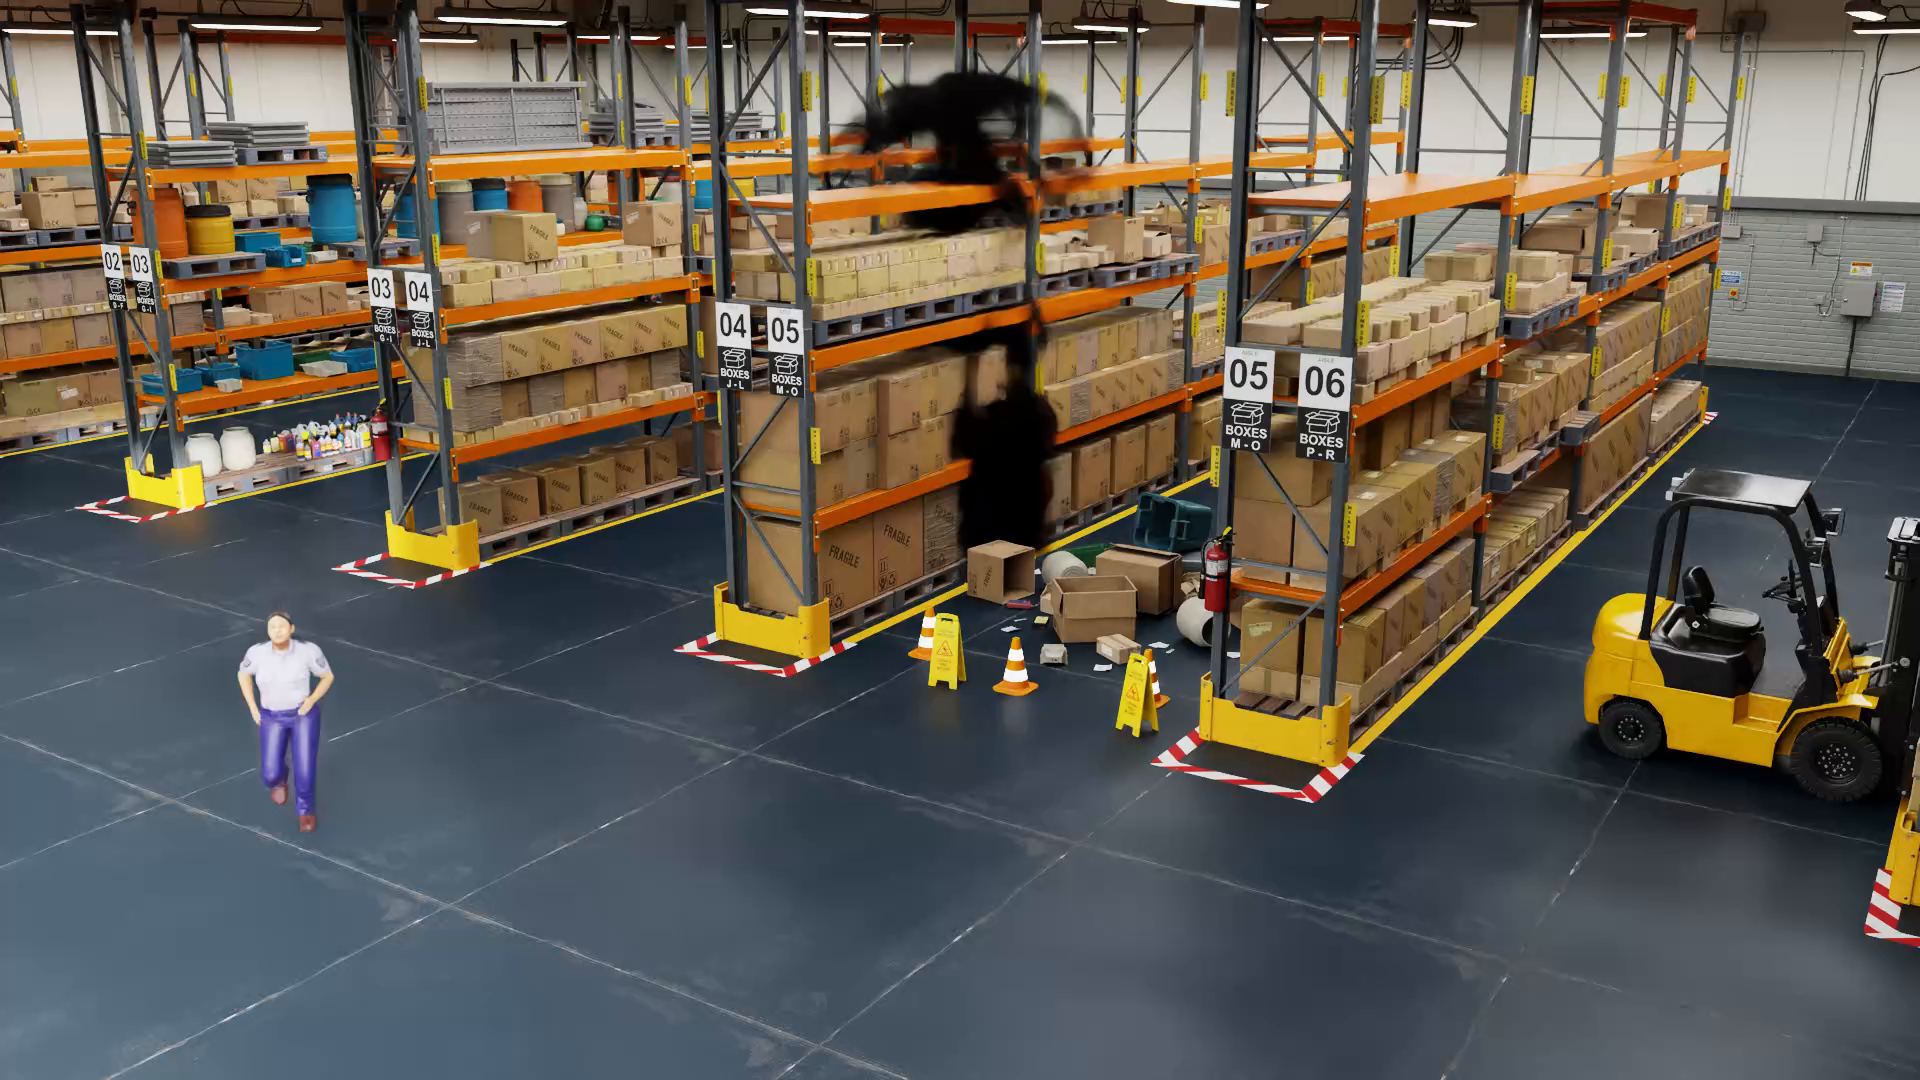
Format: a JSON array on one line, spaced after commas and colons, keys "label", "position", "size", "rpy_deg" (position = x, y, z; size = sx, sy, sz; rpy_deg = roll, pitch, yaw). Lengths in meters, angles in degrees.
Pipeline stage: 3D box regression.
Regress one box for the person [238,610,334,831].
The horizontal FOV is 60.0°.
[{"label": "person", "position": [-4.714, 1.276, 11.691], "size": [0.634, 1.600, 0.559], "rpy_deg": [-4, 16, -15]}]
